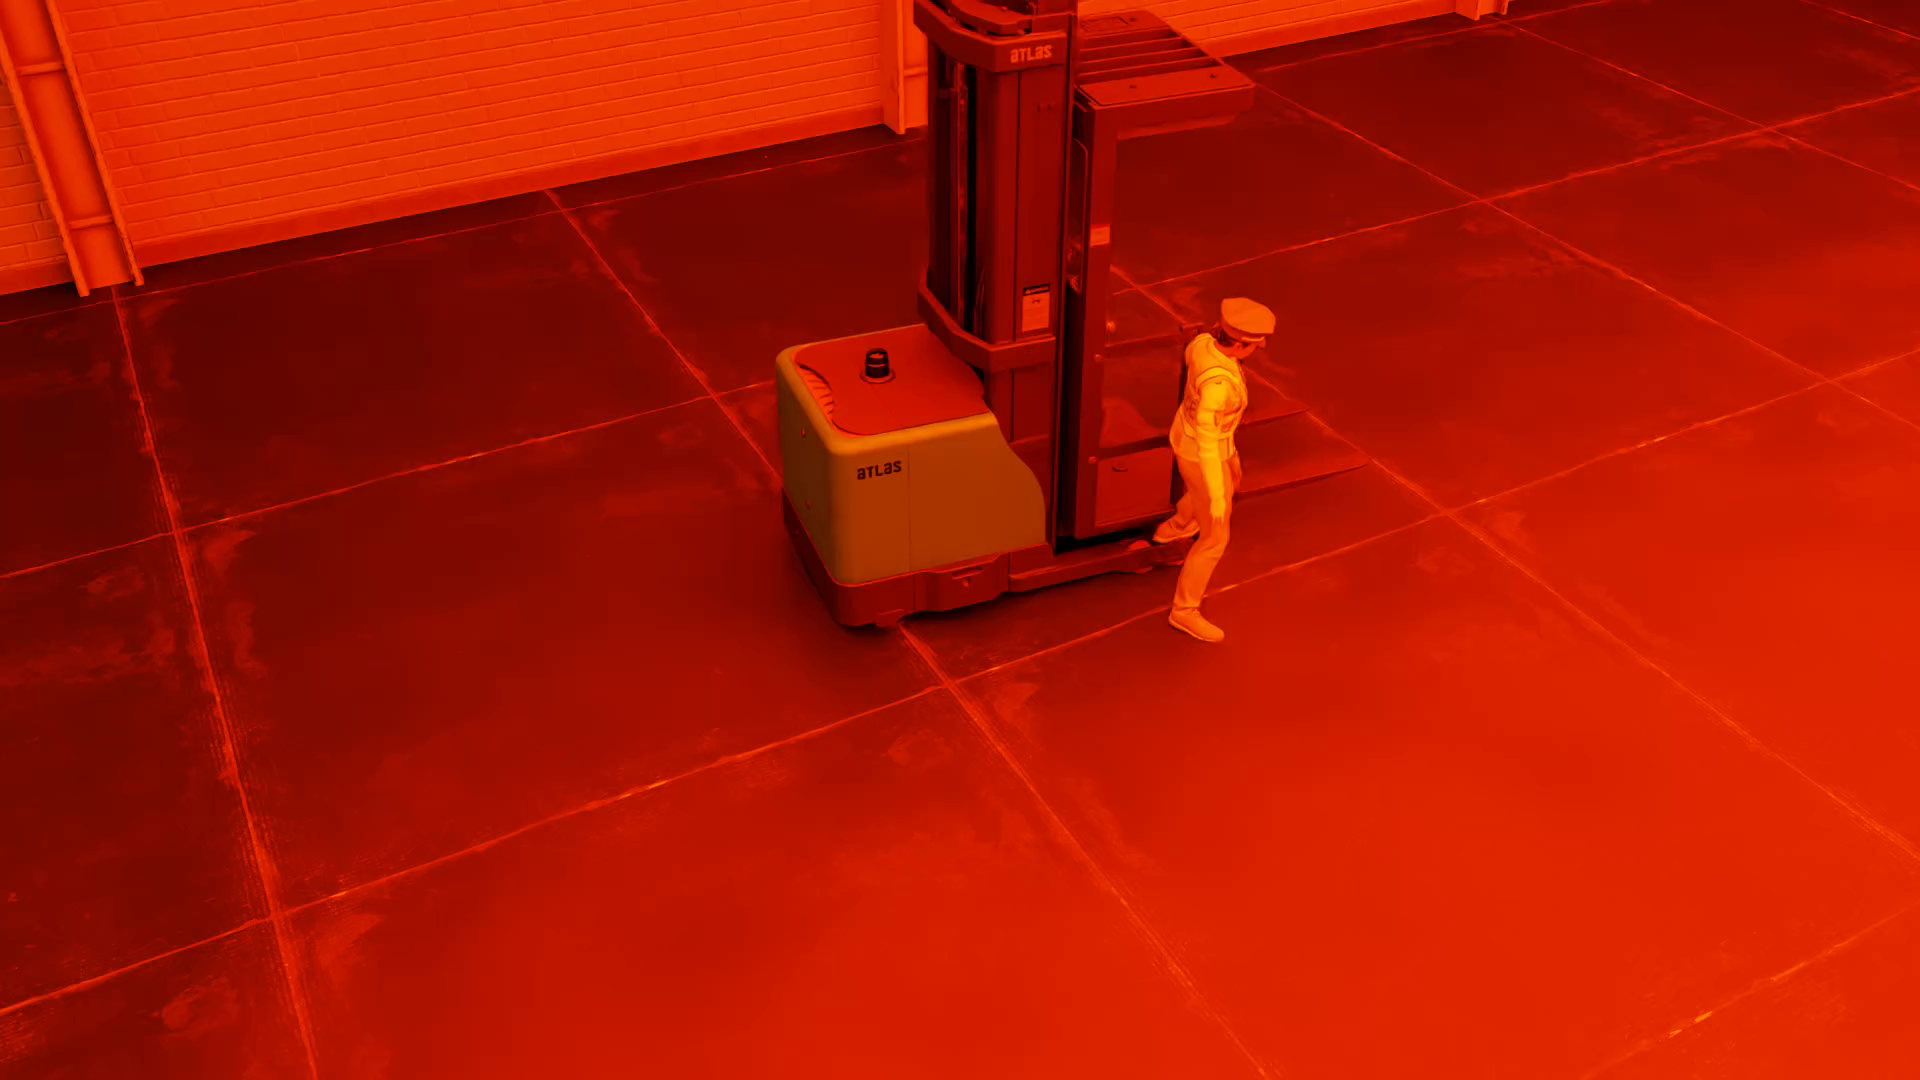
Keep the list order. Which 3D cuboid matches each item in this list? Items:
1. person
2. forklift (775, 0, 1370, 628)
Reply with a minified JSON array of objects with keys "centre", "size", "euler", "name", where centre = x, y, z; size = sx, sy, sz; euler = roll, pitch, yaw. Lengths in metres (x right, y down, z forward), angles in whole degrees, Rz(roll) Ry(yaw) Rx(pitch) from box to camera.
[{"centre":[1.191,-0.397,7.846],"size":[0.424,1.636,0.856],"euler":[-1,35,-2],"name":"person"},{"centre":[0.656,-1.300,7.962],"size":[3.031,2.935,1.130],"euler":[-12,37,-17],"name":"forklift"}]
